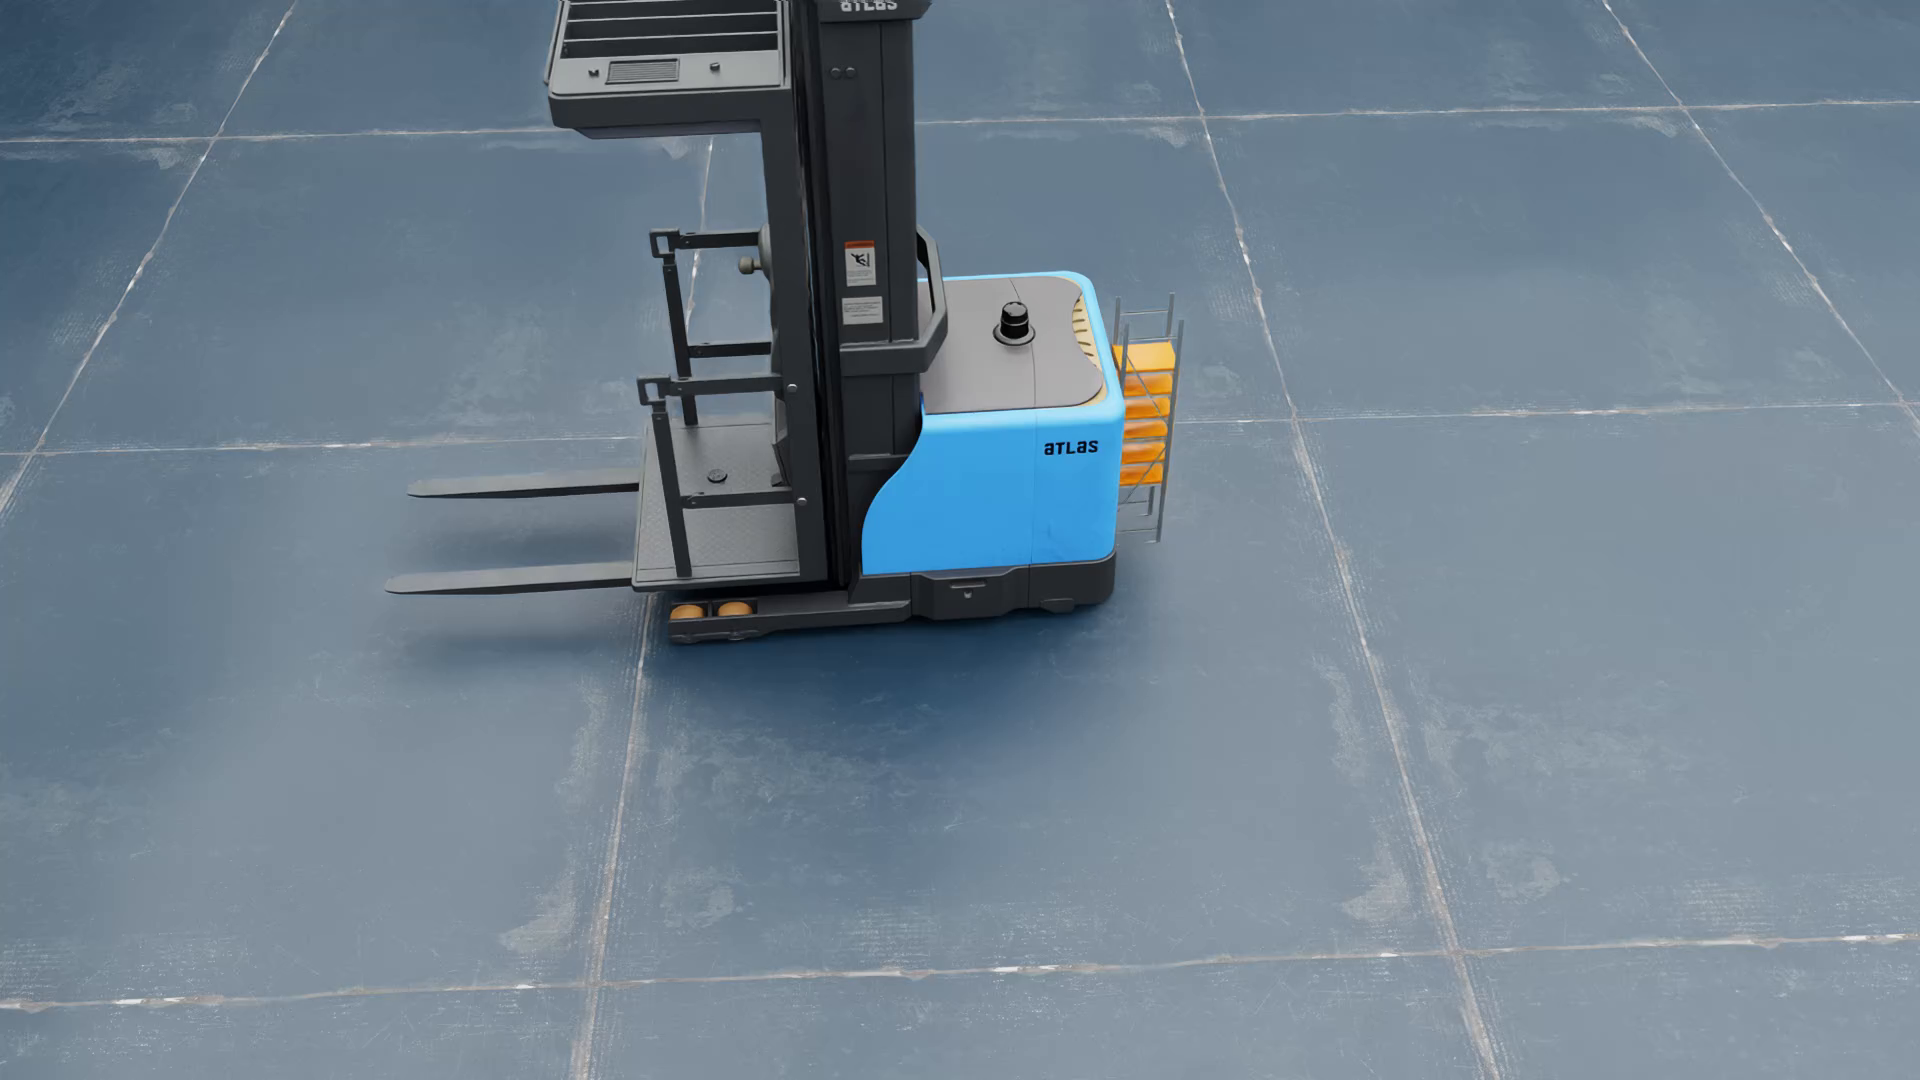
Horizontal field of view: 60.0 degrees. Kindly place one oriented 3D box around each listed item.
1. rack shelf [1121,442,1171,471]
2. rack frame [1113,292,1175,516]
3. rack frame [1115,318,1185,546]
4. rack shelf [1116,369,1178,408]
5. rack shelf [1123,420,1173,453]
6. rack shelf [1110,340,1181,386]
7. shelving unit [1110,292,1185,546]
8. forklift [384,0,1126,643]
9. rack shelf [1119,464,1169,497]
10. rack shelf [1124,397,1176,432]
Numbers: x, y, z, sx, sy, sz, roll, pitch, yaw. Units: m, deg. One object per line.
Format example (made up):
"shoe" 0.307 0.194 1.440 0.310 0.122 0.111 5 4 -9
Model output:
"rack shelf" 0.759 -0.364 7.152 0.258 0.103 0.180 -4 43 -5
"rack frame" 0.749 -0.546 7.108 0.240 1.200 0.006 -4 43 -5
"rack frame" 0.770 -0.423 6.974 0.240 1.200 0.006 -4 43 -5
"rack shelf" 0.759 -0.629 6.909 0.258 0.103 0.180 -4 43 -5
"rack shelf" 0.759 -0.452 7.071 0.258 0.103 0.180 -4 43 -5
"rack shelf" 0.759 -0.718 6.828 0.258 0.103 0.180 -4 43 -5
"shelving unit" 0.759 -0.485 7.041 0.258 1.200 0.189 -4 43 -5
"forklift" -0.893 -1.025 6.349 3.031 2.935 1.130 -4 43 -4
"rack shelf" 0.759 -0.275 7.233 0.258 0.103 0.180 -4 43 -5
"rack shelf" 0.759 -0.541 6.990 0.258 0.103 0.180 -4 43 -5
